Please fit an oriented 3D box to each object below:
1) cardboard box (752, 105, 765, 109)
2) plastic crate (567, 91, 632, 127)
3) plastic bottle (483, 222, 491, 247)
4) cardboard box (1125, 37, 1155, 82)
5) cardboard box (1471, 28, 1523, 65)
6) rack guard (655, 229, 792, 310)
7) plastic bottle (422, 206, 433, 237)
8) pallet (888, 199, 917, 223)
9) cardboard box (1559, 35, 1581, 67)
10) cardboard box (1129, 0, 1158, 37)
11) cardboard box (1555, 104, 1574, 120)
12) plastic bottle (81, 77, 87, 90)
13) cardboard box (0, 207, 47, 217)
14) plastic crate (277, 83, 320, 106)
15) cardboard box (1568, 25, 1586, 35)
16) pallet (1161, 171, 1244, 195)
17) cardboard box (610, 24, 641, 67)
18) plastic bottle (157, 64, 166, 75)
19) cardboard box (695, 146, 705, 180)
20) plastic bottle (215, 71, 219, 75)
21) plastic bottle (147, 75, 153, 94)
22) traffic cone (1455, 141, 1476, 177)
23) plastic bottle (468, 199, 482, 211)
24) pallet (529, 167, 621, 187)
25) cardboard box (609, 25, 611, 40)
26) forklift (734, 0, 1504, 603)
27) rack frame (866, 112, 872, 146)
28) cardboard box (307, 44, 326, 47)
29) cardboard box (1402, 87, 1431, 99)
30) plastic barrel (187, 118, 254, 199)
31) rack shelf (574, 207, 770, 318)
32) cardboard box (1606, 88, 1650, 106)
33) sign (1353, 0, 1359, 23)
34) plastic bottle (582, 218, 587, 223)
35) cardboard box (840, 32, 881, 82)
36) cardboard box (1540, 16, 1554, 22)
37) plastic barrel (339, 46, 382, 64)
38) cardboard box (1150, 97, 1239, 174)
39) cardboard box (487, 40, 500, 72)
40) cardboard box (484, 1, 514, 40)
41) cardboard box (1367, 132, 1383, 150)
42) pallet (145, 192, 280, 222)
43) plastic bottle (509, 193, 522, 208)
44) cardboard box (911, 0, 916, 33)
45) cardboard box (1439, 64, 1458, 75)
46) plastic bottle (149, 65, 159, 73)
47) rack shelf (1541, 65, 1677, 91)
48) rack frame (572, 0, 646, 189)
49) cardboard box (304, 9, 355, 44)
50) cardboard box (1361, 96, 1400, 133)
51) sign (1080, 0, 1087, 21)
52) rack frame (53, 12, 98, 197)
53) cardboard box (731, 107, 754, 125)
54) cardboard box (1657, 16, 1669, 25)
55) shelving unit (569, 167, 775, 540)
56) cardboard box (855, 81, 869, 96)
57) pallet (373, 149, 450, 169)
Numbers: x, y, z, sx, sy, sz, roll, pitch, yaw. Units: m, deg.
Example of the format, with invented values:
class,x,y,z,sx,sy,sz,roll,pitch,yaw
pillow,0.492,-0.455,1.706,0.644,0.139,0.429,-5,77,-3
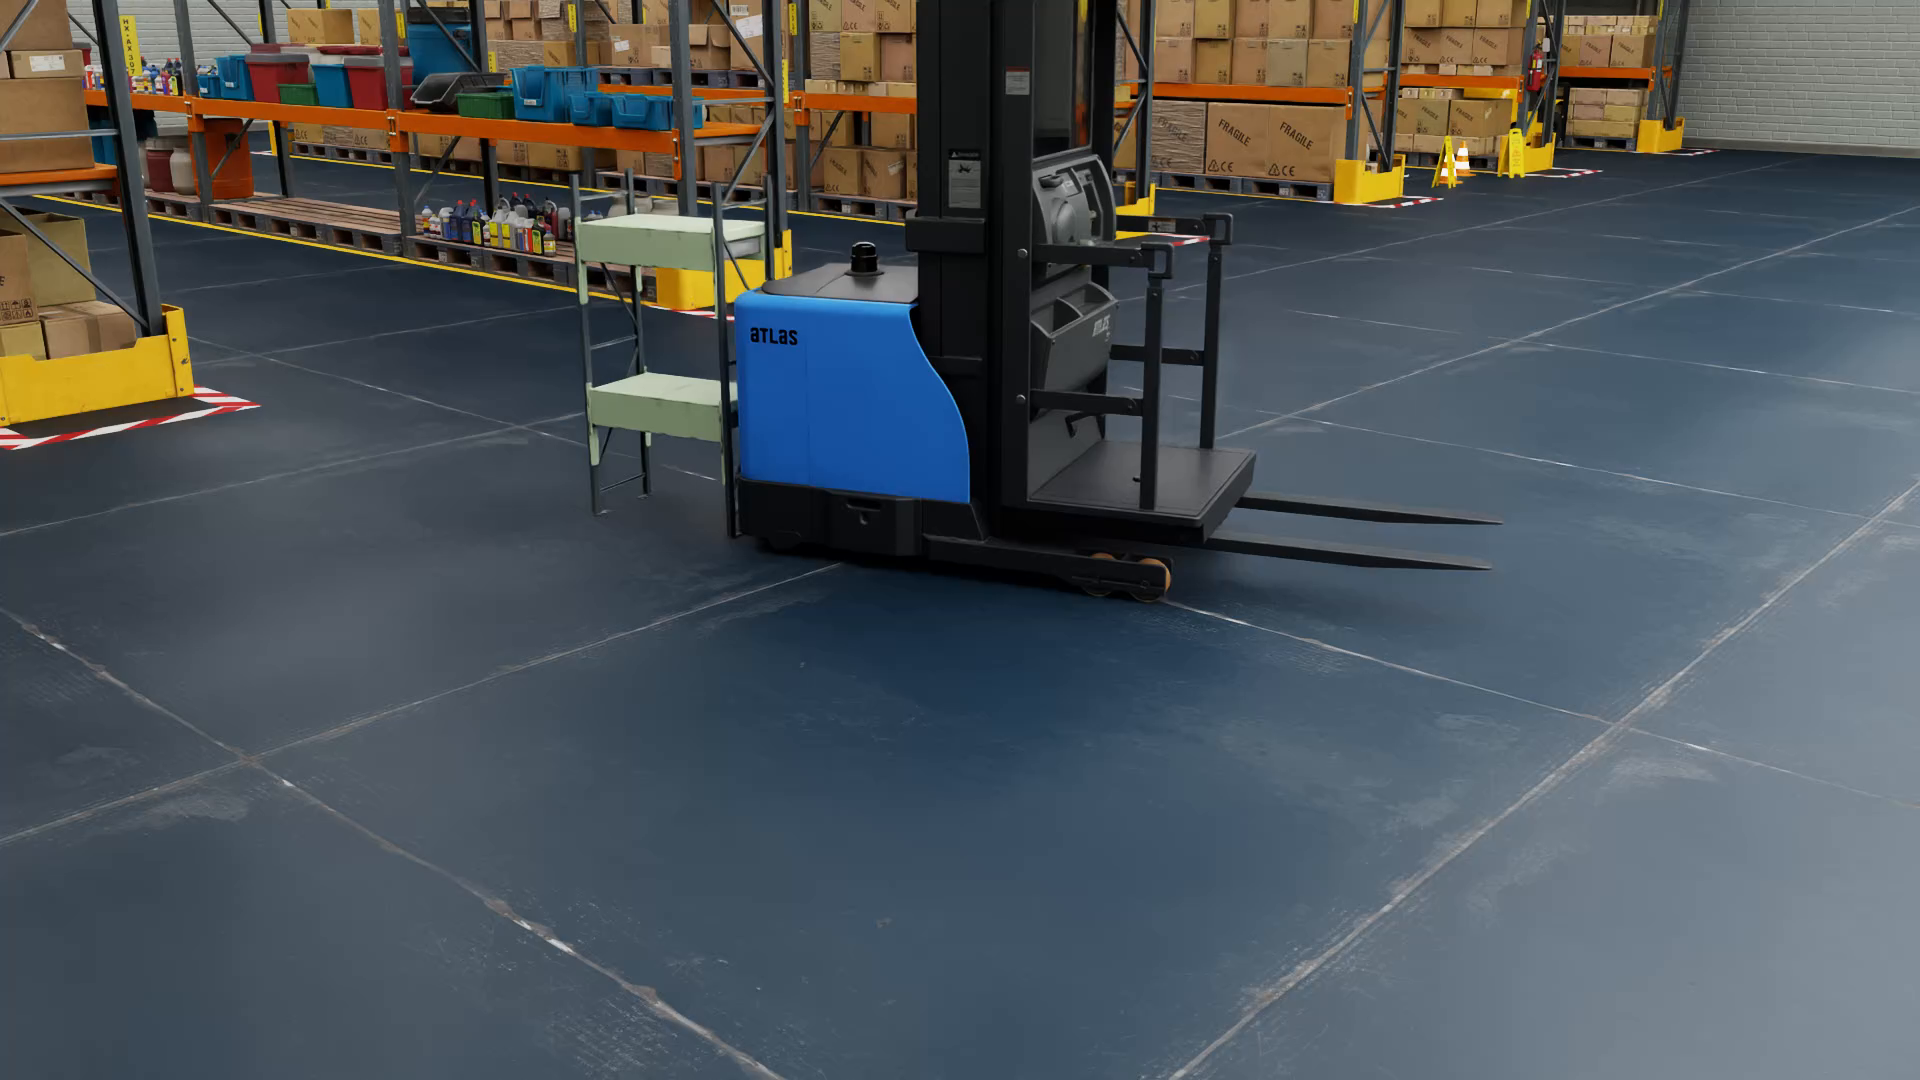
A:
class,x,y,z,sx,sy,sz,roll,pitch,yaw
cardboard box,-2.912,-6.902,26.101,0.500,0.250,0.500,16,24,41
plastic crate,-2.803,-3.416,13.162,0.408,0.251,0.499,15,23,39
plastic bottle,-4.074,-2.645,14.387,0.097,0.201,0.097,0,18,0
cardboard box,2.626,-6.243,21.576,0.550,0.550,0.875,15,23,39
cardboard box,7.529,-6.921,23.304,0.500,0.500,0.500,15,23,38
rack guard,-1.836,-2.135,13.014,0.348,0.500,1.175,15,23,39
plastic bottle,-4.793,-2.871,14.984,0.097,0.271,0.097,0,18,0
pallet,-0.010,-3.545,17.933,1.213,0.211,1.003,15,23,39
cardboard box,10.101,-8.105,27.526,0.500,0.500,0.500,14,23,38
cardboard box,2.657,-6.768,21.446,0.550,0.550,0.875,15,23,39
cardboard box,10.070,-7.166,27.757,0.500,0.250,0.500,14,23,38
plastic bottle,-10.068,-5.328,19.133,0.133,0.283,0.061,15,23,39
cardboard box,-6.050,-1.805,10.451,0.500,0.500,0.500,15,23,39
plastic crate,-6.230,-4.310,16.085,0.662,0.188,0.450,15,23,39
cardboard box,10.191,-8.378,27.313,0.250,0.149,0.380,14,22,38
pallet,3.349,-4.603,21.268,1.213,0.211,1.003,15,23,39
cardboard box,-4.014,-6.198,20.822,0.500,0.500,0.500,12,21,33
plastic bottle,-9.290,-5.418,19.431,0.135,0.276,0.152,15,23,39
cardboard box,-3.078,-4.717,20.420,0.700,0.500,0.500,-16,24,-41
plastic bottle,-8.187,-5.122,18.498,0.135,0.276,0.152,15,23,39
plastic bottle,-8.783,-4.951,18.081,0.097,0.201,0.097,0,18,0
traffic cone,6.939,-5.270,22.953,0.334,0.463,0.336,15,23,39
plastic bottle,-4.316,-2.849,14.782,0.185,0.351,0.144,15,23,39
pallet,-4.984,-4.895,22.188,1.213,0.211,1.003,15,23,39
cardboard box,-5.747,-8.490,28.248,0.500,0.500,0.500,14,23,38
forklift,0.640,-1.339,6.487,3.031,2.935,1.130,7,19,20
rack frame,-1.076,-7.151,24.686,0.127,3.000,1.000,15,23,39
cardboard box,-9.481,-7.364,25.112,0.500,0.250,0.500,14,22,37
cardboard box,6.644,-6.506,24.193,0.250,0.149,0.380,16,24,42
plastic barrel,-8.109,-4.189,18.245,0.708,0.830,0.600,15,23,39
rack shelf,-1.219,-1.195,7.107,0.720,0.370,0.431,9,20,26
cardboard box,10.858,-7.197,27.028,0.500,0.250,0.500,16,24,41
sign,4.537,-6.090,19.035,0.005,0.325,0.100,15,23,39
plastic bottle,-3.303,-2.742,14.690,0.097,0.201,0.097,0,18,0
cardboard box,-0.806,-5.223,17.953,0.500,0.500,0.875,15,23,39
cardboard box,9.850,-8.638,27.642,0.250,0.149,0.380,15,23,40
plastic barrel,-5.859,-4.579,16.357,0.433,0.535,0.433,0,18,0
cardboard box,3.016,-5.213,21.397,0.875,0.875,0.875,15,23,40
cardboard box,-6.117,-6.447,22.302,0.500,0.500,0.500,16,23,40
cardboard box,-5.972,-6.990,22.355,0.637,0.503,0.797,16,24,41
cardboard box,6.193,-5.988,24.871,0.500,0.250,0.500,15,23,39
pallet,-8.349,-3.748,18.574,1.213,0.211,1.003,15,23,39
plastic bottle,-4.067,-3.008,15.284,0.185,0.351,0.144,14,23,38
cardboard box,-0.155,-5.466,17.065,0.500,0.500,0.500,15,23,39
cardboard box,7.042,-6.719,23.739,0.250,0.149,0.380,16,23,40
plastic bottle,-9.358,-5.384,19.331,0.097,0.271,0.097,0,18,0
rack shelf,9.913,-7.867,28.132,4.000,0.370,1.077,15,23,39
rack frame,-4.444,-6.049,21.214,0.127,3.000,1.000,15,23,39
cardboard box,-9.482,-7.723,25.003,0.500,0.500,0.500,14,23,38
cardboard box,6.182,-6.346,24.761,0.500,0.500,0.500,17,24,42
sign,1.156,-5.024,15.546,0.005,0.325,0.100,15,23,39
rack frame,-10.723,-5.732,20.213,0.127,3.000,1.000,15,23,39
cardboard box,-3.295,-6.649,26.541,0.500,0.500,0.500,16,24,42
cardboard box,11.300,-8.423,26.965,0.250,0.149,0.380,14,23,38
shelving unit,-1.219,-0.823,7.225,0.755,1.500,0.431,9,20,26
cardboard box,-0.914,-4.870,17.913,0.250,0.149,0.380,15,23,39
pallet,-7.953,-5.694,24.703,1.213,0.211,1.003,15,23,39
